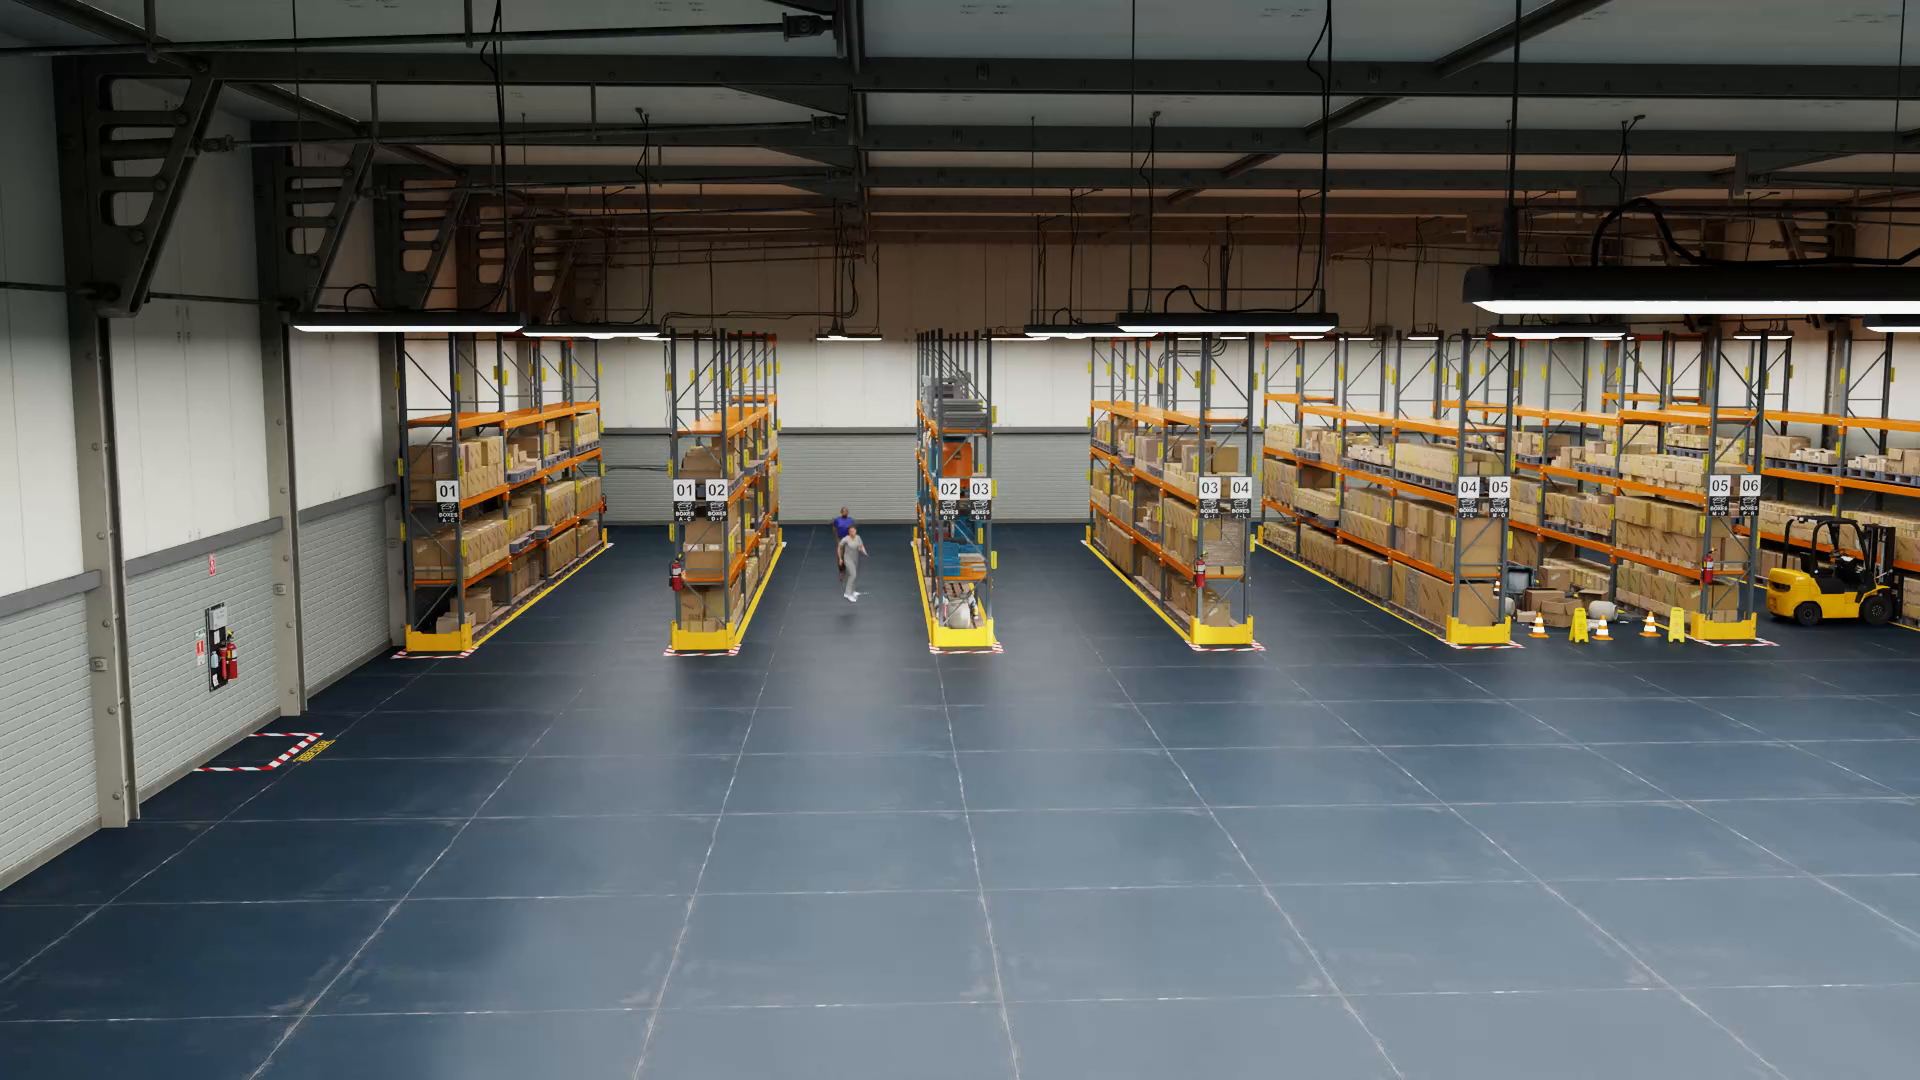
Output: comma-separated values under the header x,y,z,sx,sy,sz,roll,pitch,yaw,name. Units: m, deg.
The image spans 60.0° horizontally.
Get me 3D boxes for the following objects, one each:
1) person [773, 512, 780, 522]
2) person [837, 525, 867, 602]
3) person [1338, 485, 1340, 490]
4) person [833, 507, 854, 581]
x,y,z,sx,sy,sz,roll,pitch,yaw,name
-5.586,-0.932,48.935,0.646,1.841,0.864,-6,9,-41,person
-2.284,0.477,35.625,0.778,1.656,0.581,6,9,40,person
11.303,-1.029,49.868,0.967,1.712,0.668,-3,7,-21,person
-2.705,0.080,38.842,0.488,1.730,0.783,-1,7,-12,person
